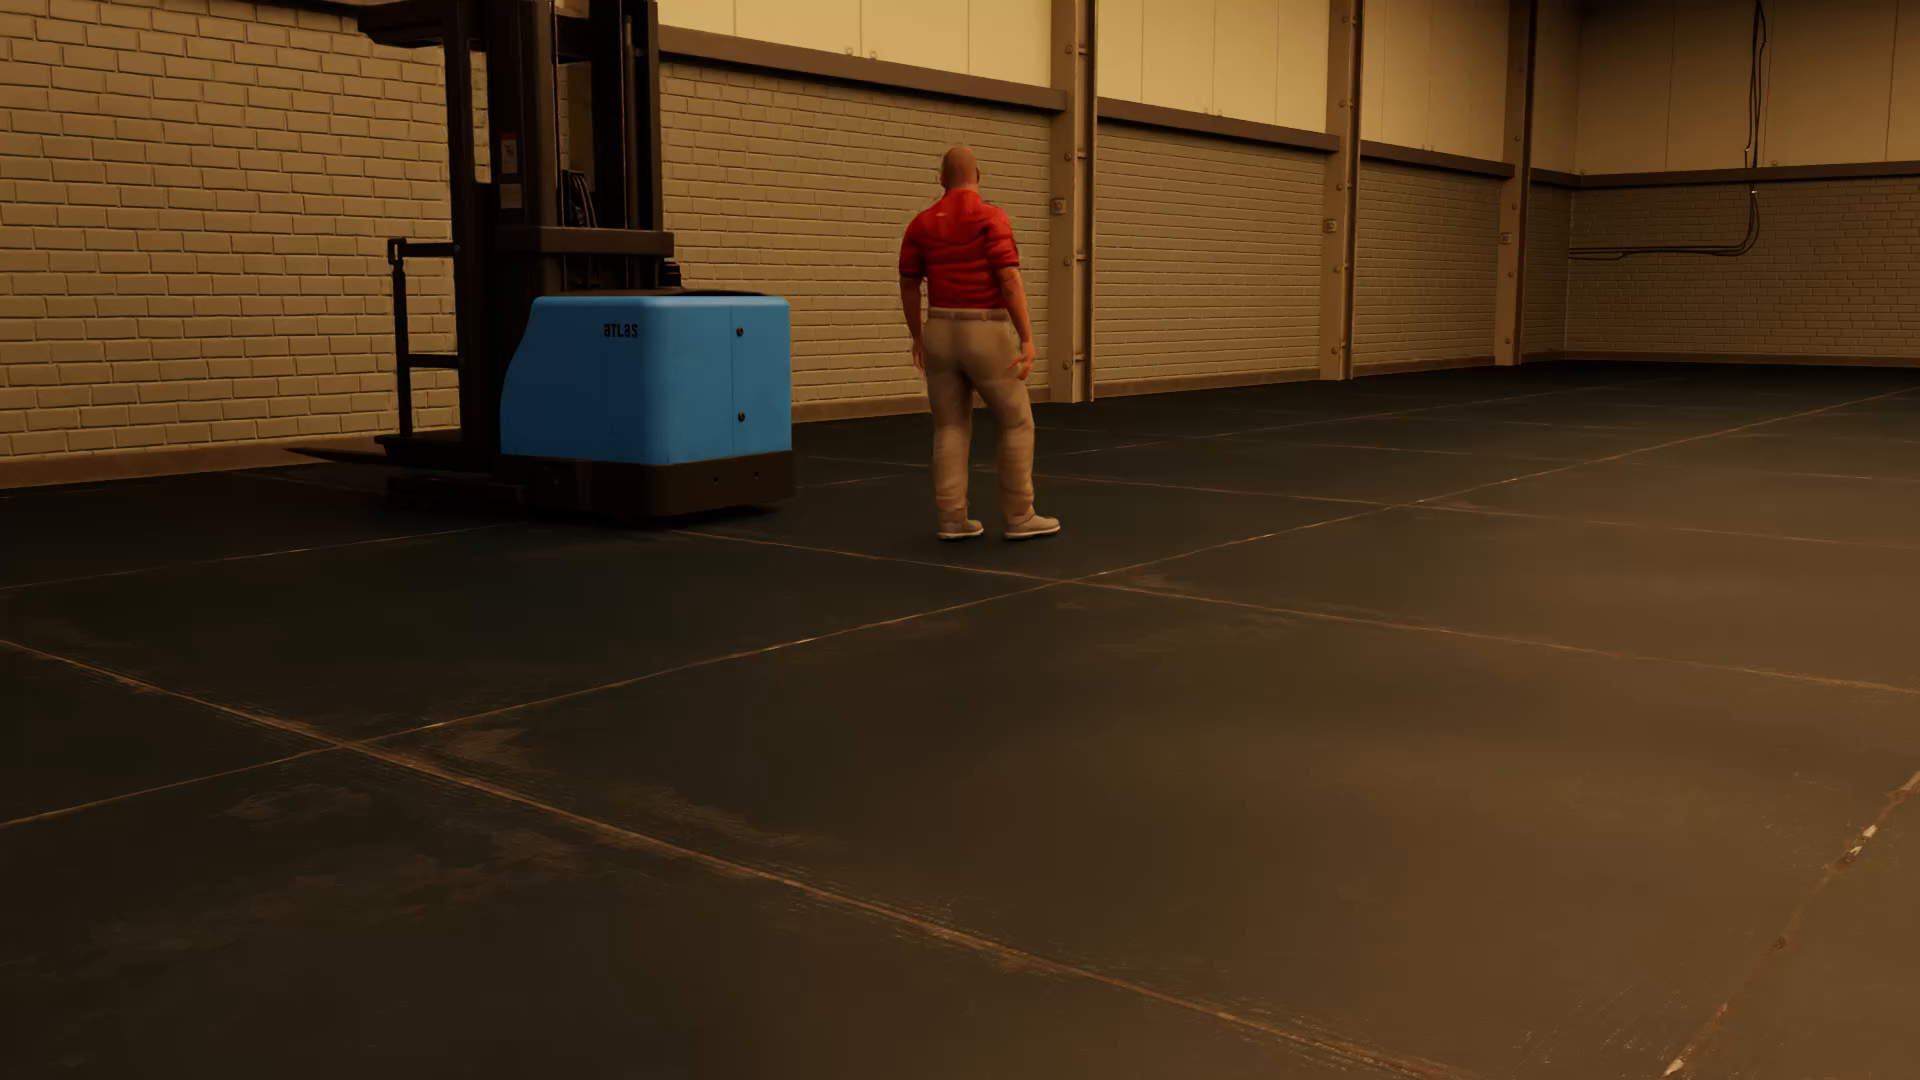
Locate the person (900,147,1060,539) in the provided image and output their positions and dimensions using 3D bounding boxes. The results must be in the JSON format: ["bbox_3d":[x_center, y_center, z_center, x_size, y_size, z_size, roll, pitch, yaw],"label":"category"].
[{"bbox_3d":[0.074,-0.871,7.431,0.681,1.716,0.528,4,9,28],"label":"person"}]

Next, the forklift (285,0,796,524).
[{"bbox_3d":[-2.349,-1.662,8.642,3.031,2.935,1.130,5,10,33],"label":"forklift"}]
